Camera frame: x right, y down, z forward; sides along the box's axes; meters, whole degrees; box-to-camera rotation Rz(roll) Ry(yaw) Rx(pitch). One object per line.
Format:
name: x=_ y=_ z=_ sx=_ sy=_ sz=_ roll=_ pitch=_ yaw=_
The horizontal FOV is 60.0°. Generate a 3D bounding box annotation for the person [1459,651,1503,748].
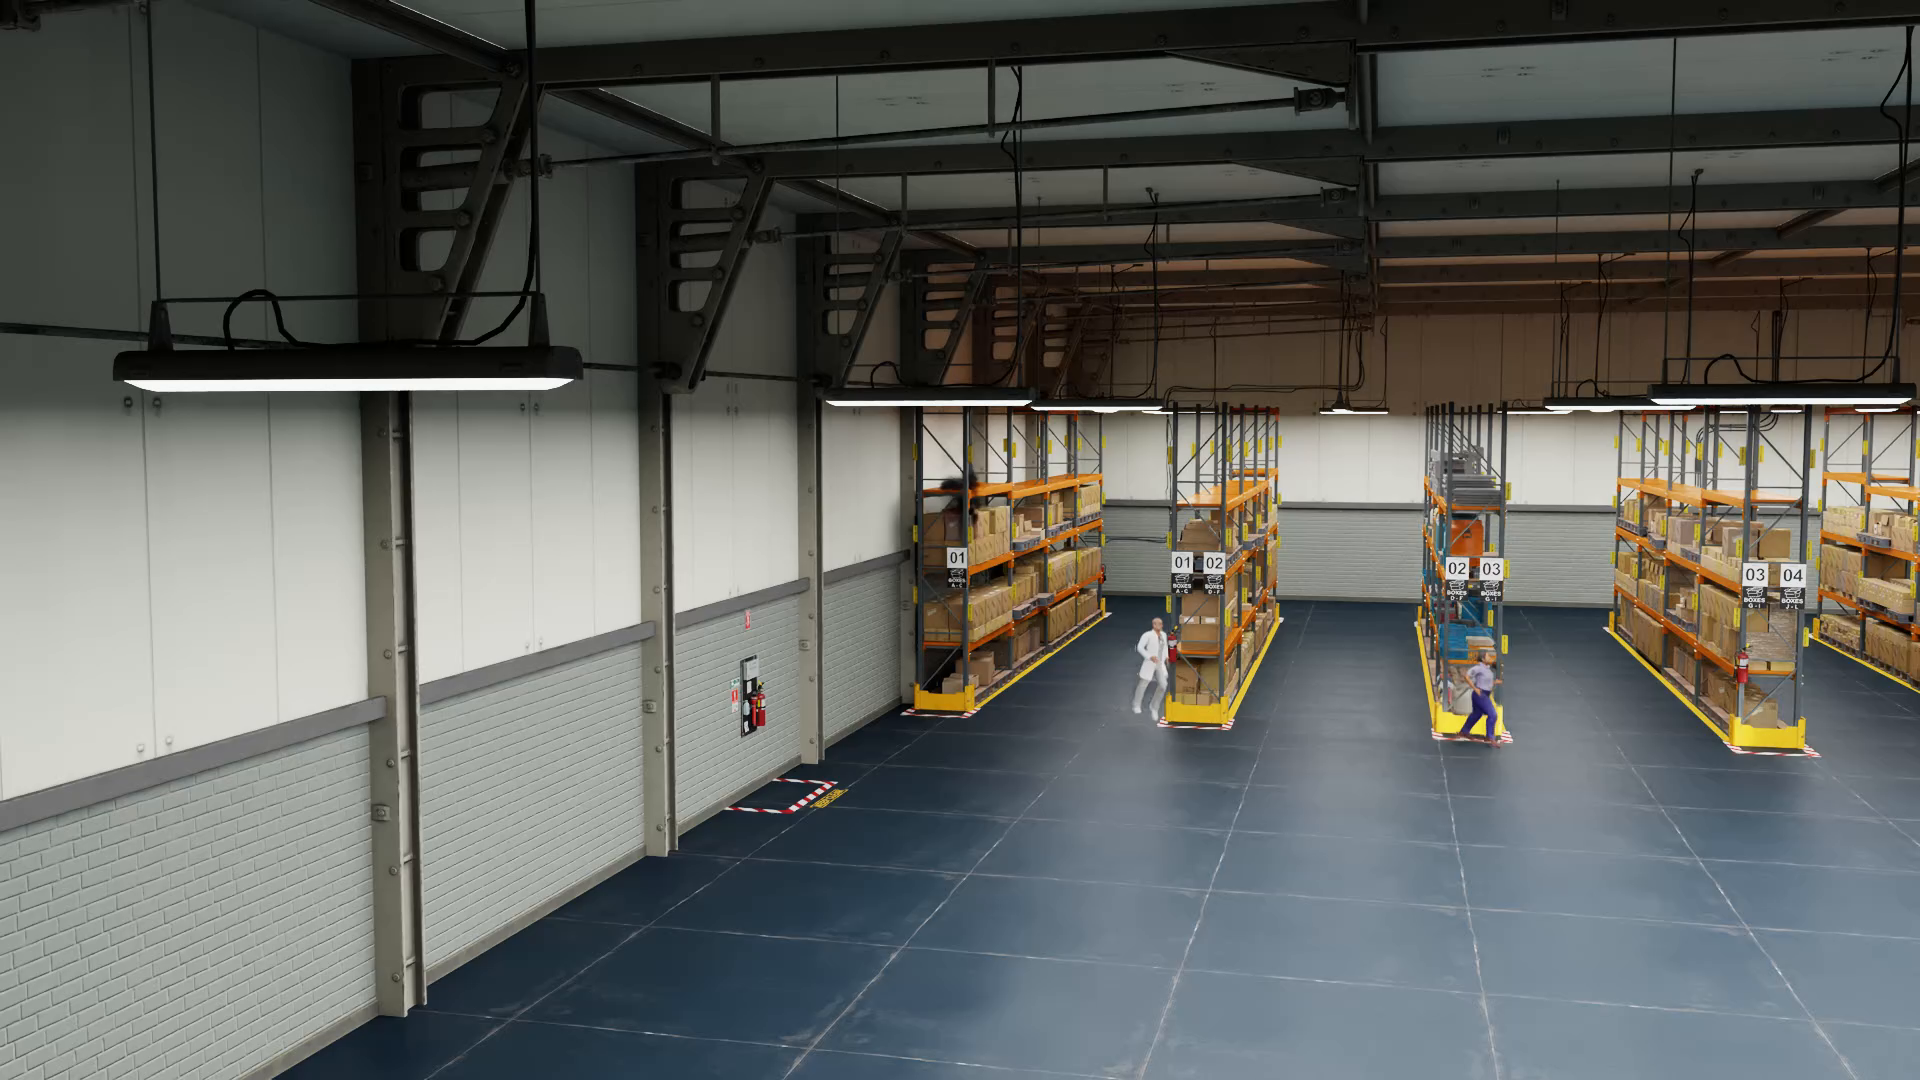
person: x=9.061 y=2.763 z=28.964 sx=0.744 sy=1.687 sz=0.596 roll=2 pitch=5 yaw=28

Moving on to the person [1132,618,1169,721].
person: x=3.556 y=2.349 z=30.437 sx=0.773 sy=1.847 sz=0.699 roll=-2 pitch=5 yaw=-28

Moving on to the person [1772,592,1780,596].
person: x=20.564 y=1.829 z=41.723 sx=0.597 sy=1.637 sz=0.530 roll=2 pitch=5 yaw=22
